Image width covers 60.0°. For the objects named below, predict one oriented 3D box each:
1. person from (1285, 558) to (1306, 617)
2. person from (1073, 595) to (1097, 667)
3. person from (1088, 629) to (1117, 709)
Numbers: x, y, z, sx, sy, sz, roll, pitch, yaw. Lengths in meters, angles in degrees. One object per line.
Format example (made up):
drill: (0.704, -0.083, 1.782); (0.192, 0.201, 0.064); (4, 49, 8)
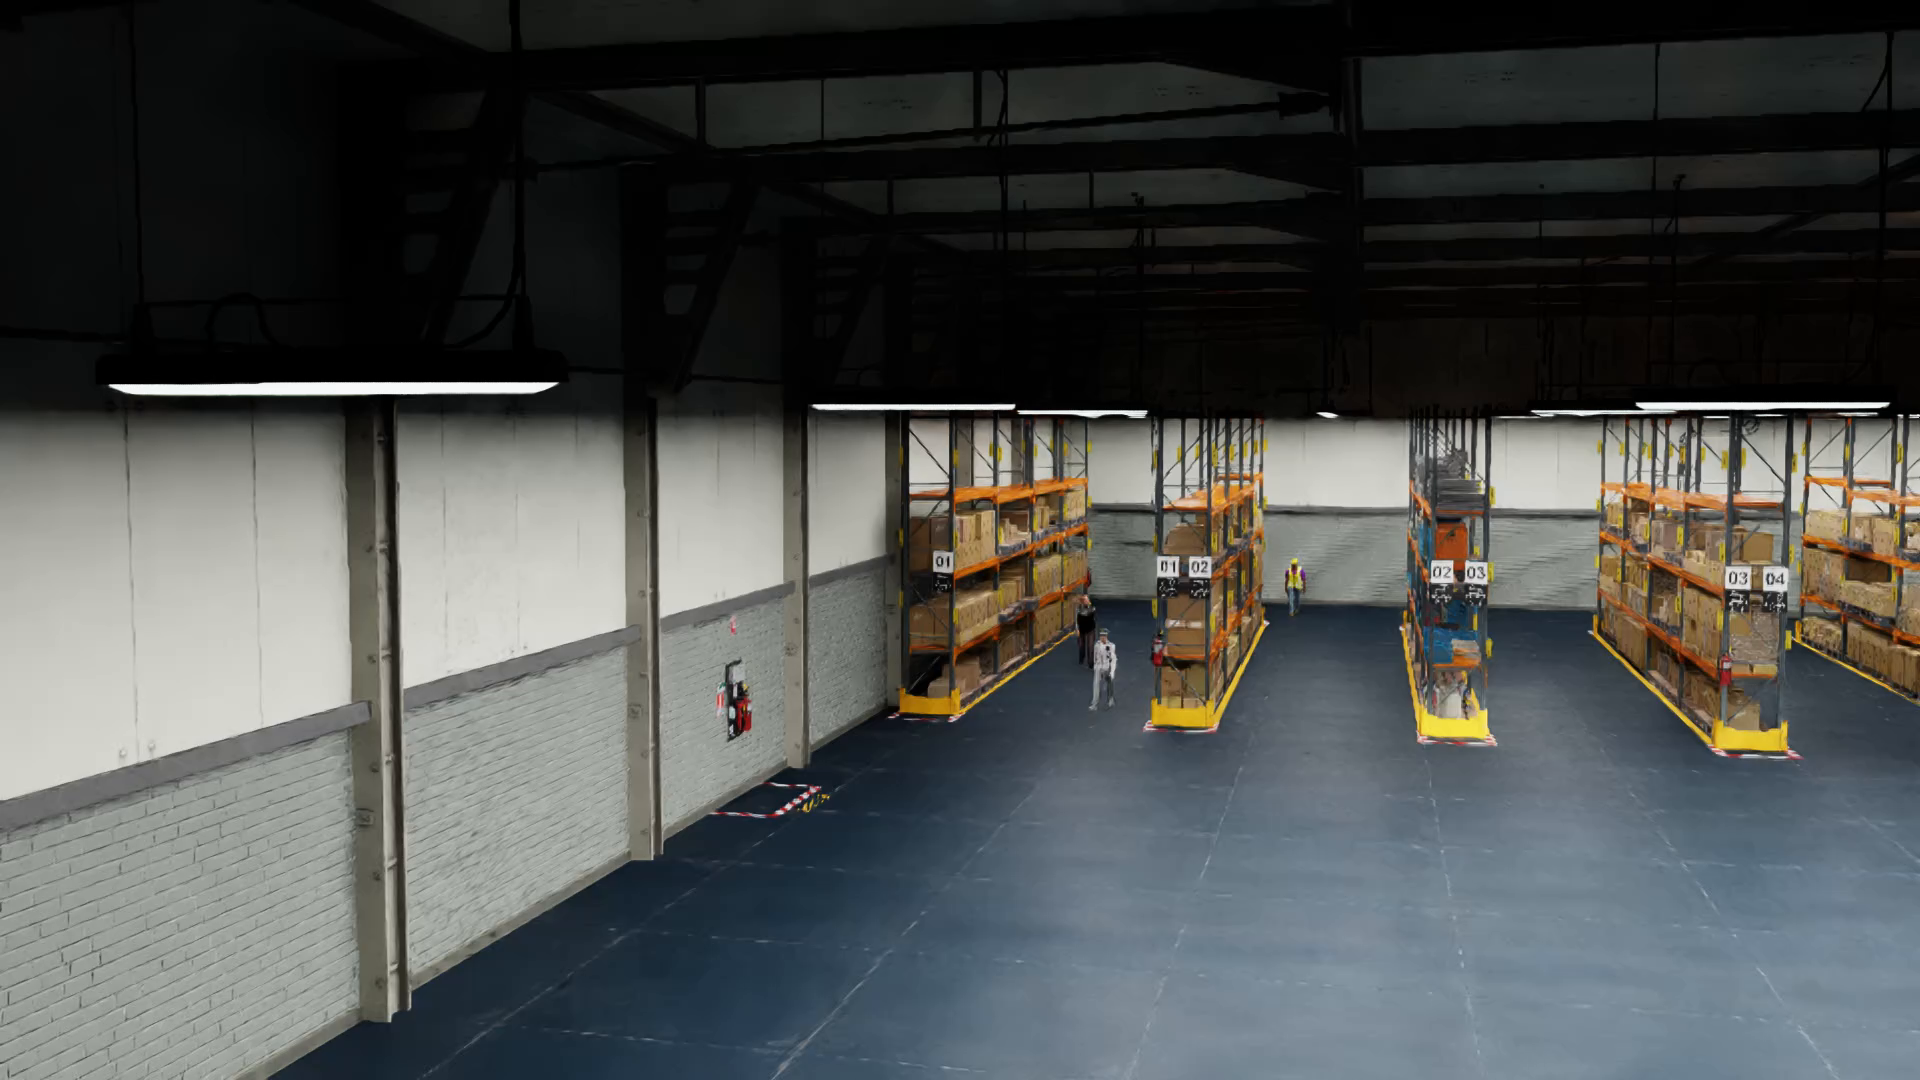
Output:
person: (9.816, 1.377, 48.684); (0.589, 1.716, 1.043); (1, 4, 12)
person: (2.910, 2.107, 38.716); (0.538, 1.664, 1.029); (0, 4, 5)
person: (2.864, 2.536, 33.003); (0.494, 1.586, 1.078); (1, 4, 17)
